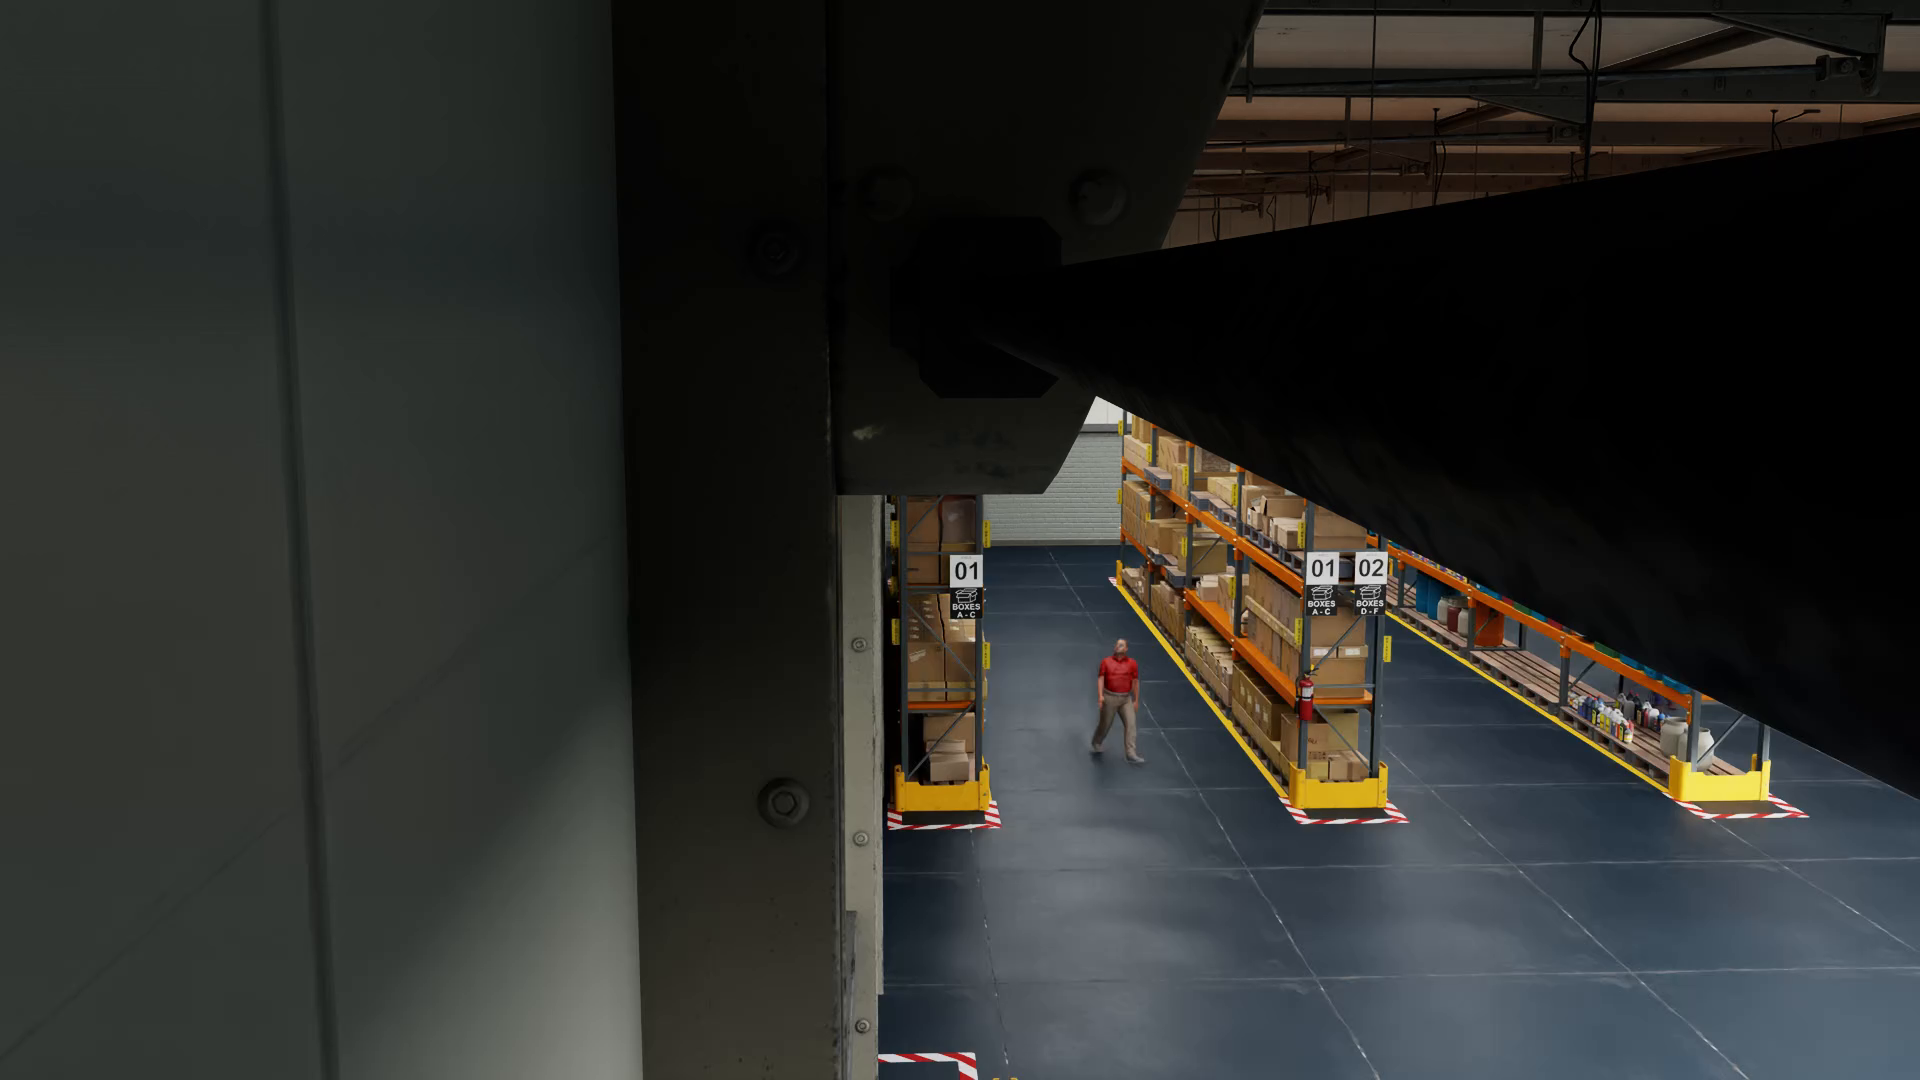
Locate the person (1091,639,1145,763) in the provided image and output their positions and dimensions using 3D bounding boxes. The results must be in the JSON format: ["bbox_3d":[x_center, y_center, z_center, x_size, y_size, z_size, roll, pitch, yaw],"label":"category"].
[{"bbox_3d":[2.140,2.187,22.649,0.663,1.661,1.028,-4,9,-24],"label":"person"}]

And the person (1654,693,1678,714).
[{"bbox_3d":[10.882,1.819,25.308,0.506,1.626,0.571,3,9,22],"label":"person"}]
